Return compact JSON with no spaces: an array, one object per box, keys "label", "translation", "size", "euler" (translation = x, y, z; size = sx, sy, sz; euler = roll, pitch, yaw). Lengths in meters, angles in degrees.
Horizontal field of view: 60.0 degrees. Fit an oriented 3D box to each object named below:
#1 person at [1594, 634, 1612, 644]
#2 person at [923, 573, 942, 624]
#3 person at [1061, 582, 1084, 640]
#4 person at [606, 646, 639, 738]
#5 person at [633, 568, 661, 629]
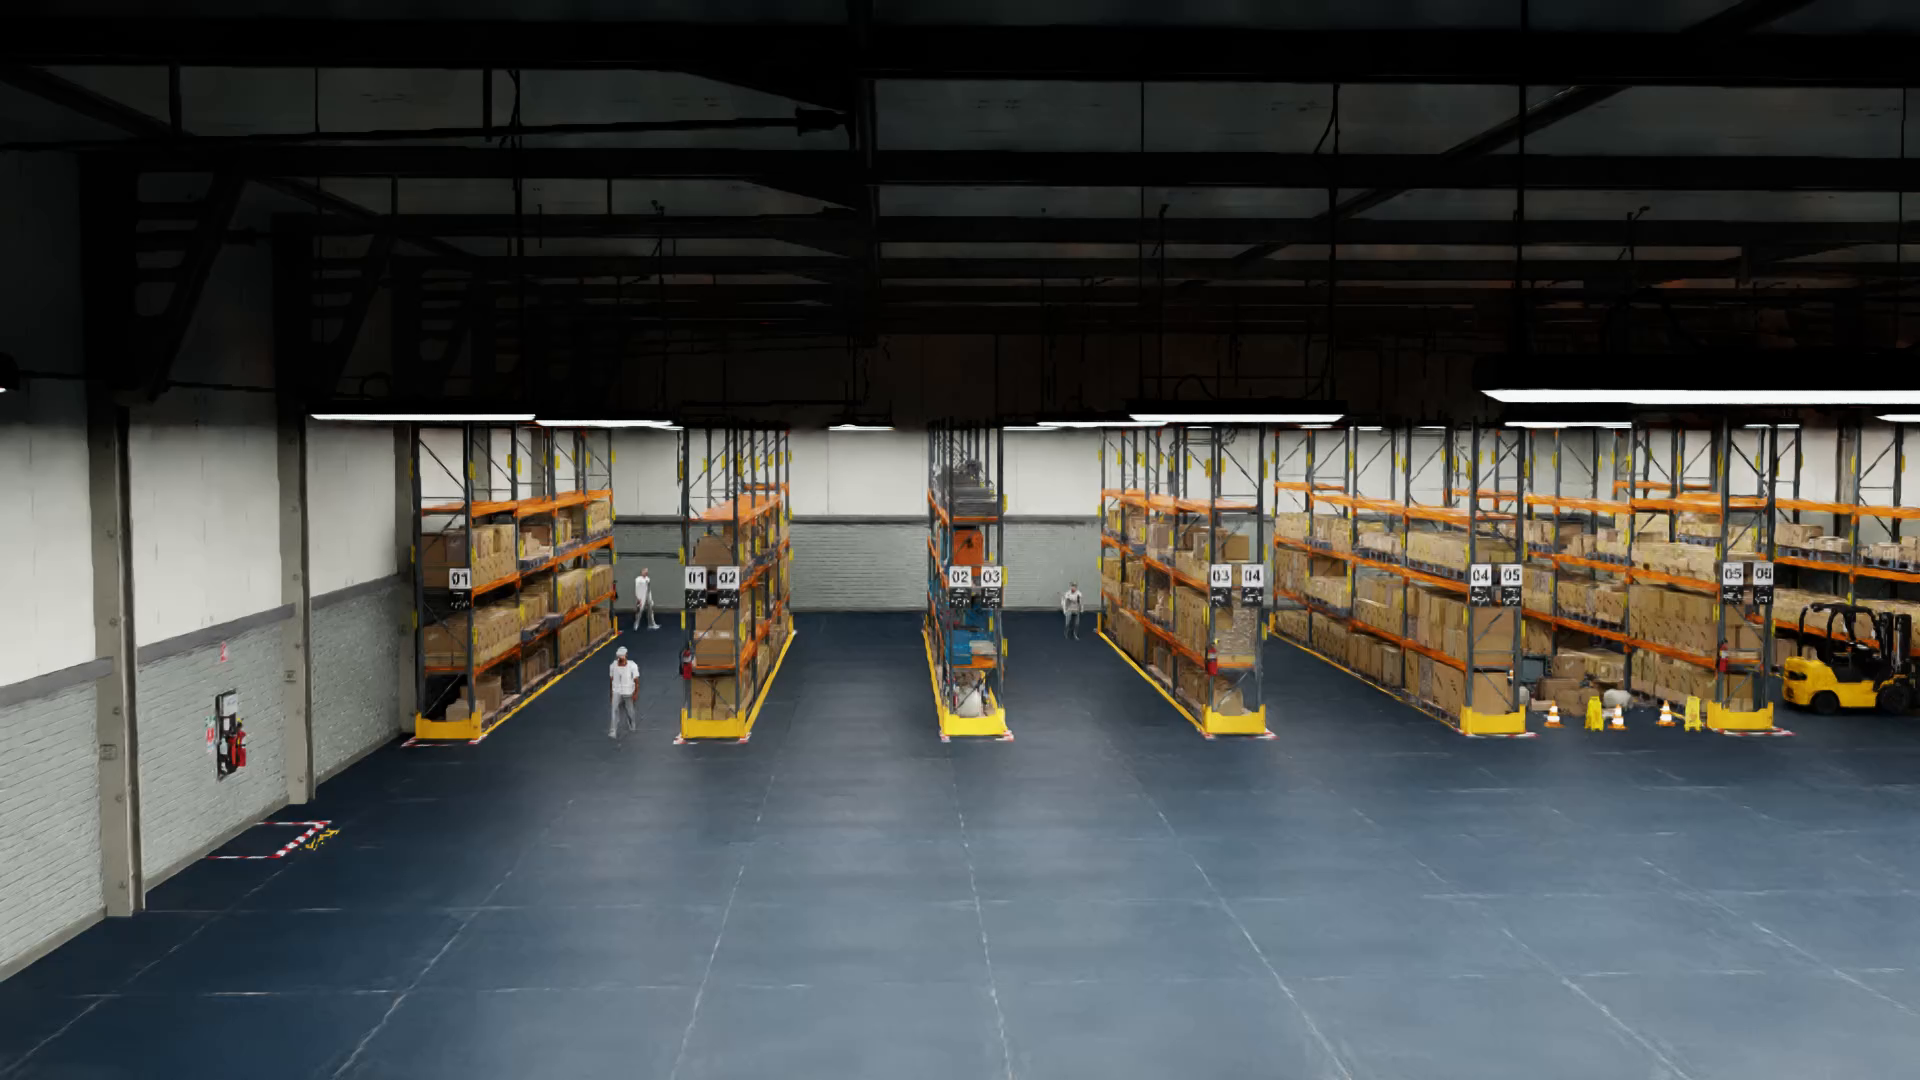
[{"label":"person","translation":[17.313,1.963,44.891],"size":[0.570,1.638,0.601],"euler":[1,4,17]},{"label":"person","translation":[-0.786,1.743,48.920],"size":[0.472,1.588,0.600],"euler":[3,5,42]},{"label":"person","translation":[3.092,1.936,45.677],"size":[0.639,1.632,0.512],"euler":[0,4,-4]},{"label":"person","translation":[-6.312,2.826,31.189],"size":[0.582,1.685,1.120],"euler":[0,4,0]},{"label":"person","translation":[-9.113,1.685,48.088],"size":[0.574,1.769,0.771],"euler":[2,4,33]}]
